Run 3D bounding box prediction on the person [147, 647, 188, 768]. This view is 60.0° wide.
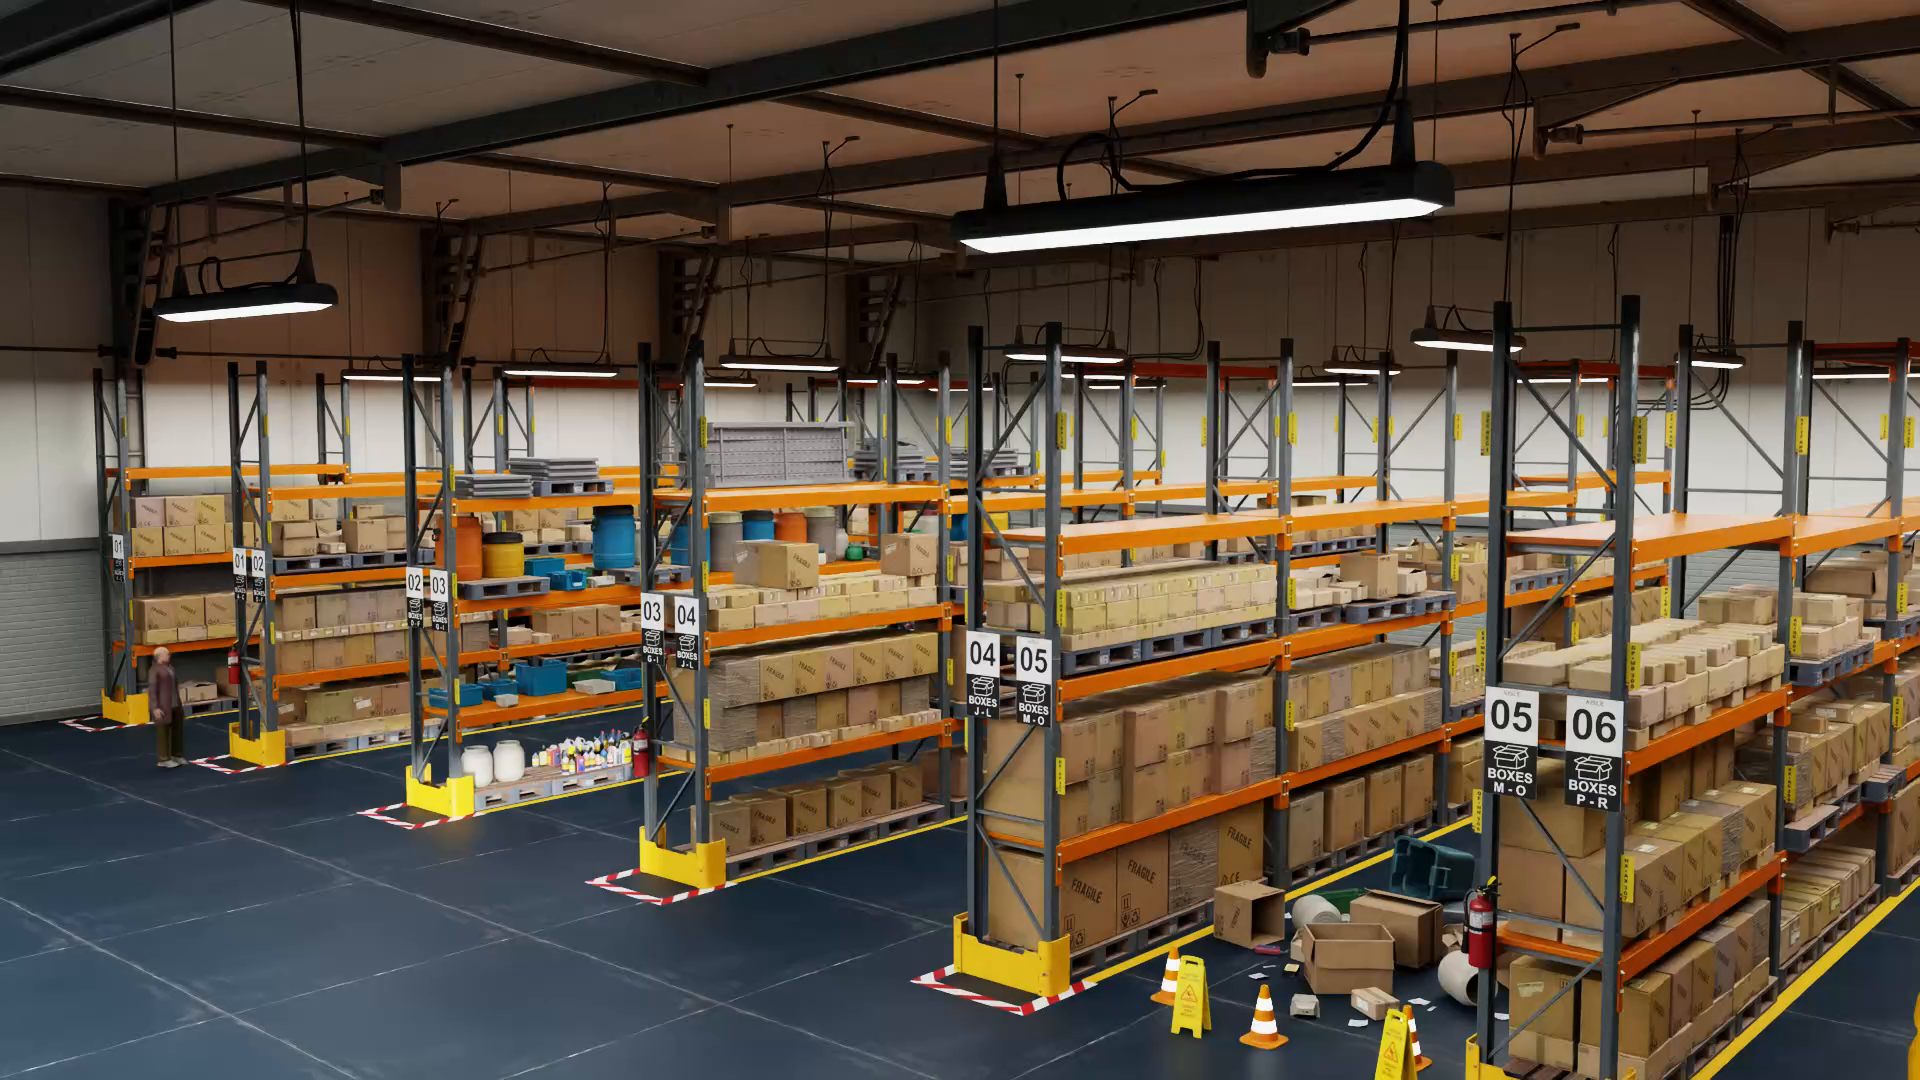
[{"bbox_3d":[-11.732,2.486,24.625,0.454,1.821,0.649,1,4,18],"label":"person"}]
